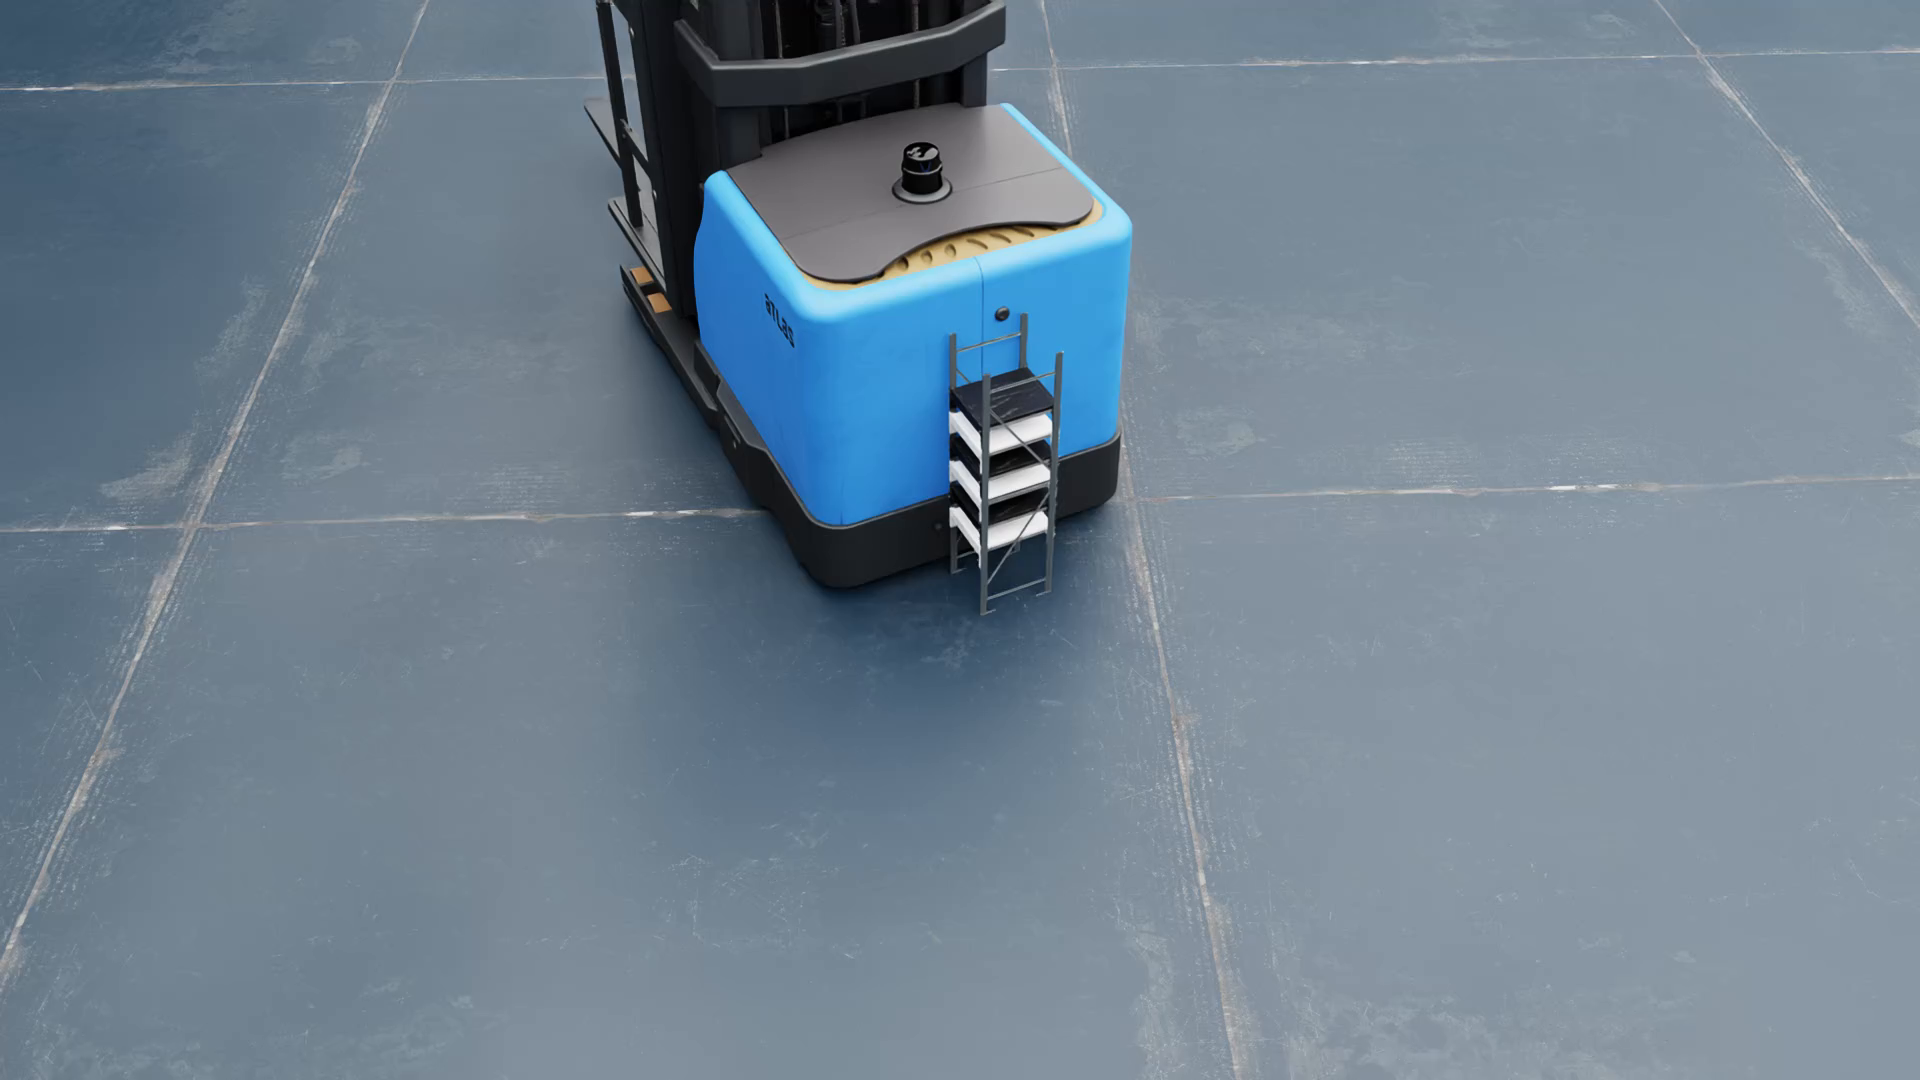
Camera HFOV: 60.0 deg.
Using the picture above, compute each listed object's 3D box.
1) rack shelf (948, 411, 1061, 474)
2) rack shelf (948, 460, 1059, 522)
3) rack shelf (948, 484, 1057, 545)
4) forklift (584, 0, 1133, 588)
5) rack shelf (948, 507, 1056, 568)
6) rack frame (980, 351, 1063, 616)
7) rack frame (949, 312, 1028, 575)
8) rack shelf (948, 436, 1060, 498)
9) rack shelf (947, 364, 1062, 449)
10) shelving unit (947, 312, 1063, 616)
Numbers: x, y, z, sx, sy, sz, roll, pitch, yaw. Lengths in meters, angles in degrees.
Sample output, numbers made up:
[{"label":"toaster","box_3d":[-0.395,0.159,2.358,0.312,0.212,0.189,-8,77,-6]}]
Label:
[{"label":"rack shelf","box_3d":[0.124,-0.309,4.704,0.258,0.077,0.200,-18,46,-19]},{"label":"rack shelf","box_3d":[0.124,-0.176,4.826,0.258,0.077,0.200,-18,46,-19]},{"label":"rack shelf","box_3d":[0.124,-0.110,4.886,0.258,0.077,0.200,-18,46,-19]},{"label":"forklift","box_3d":[-0.598,-1.934,5.191,1.130,2.935,3.031,-18,46,-19]},{"label":"rack shelf","box_3d":[0.124,-0.044,4.947,0.258,0.077,0.200,-18,46,-19]},{"label":"rack frame","box_3d":[0.169,-0.139,4.736,0.240,0.900,0.006,-18,46,-19]},{"label":"rack frame","box_3d":[0.080,-0.263,4.870,0.240,0.900,0.006,-18,46,-19]},{"label":"rack shelf","box_3d":[0.124,-0.243,4.765,0.258,0.077,0.200,-18,46,-19]},{"label":"rack shelf","box_3d":[0.124,-0.375,4.643,0.258,0.077,0.200,-18,46,-19]},{"label":"shelving unit","box_3d":[0.124,-0.201,4.803,0.258,0.900,0.210,-18,46,-19]}]
